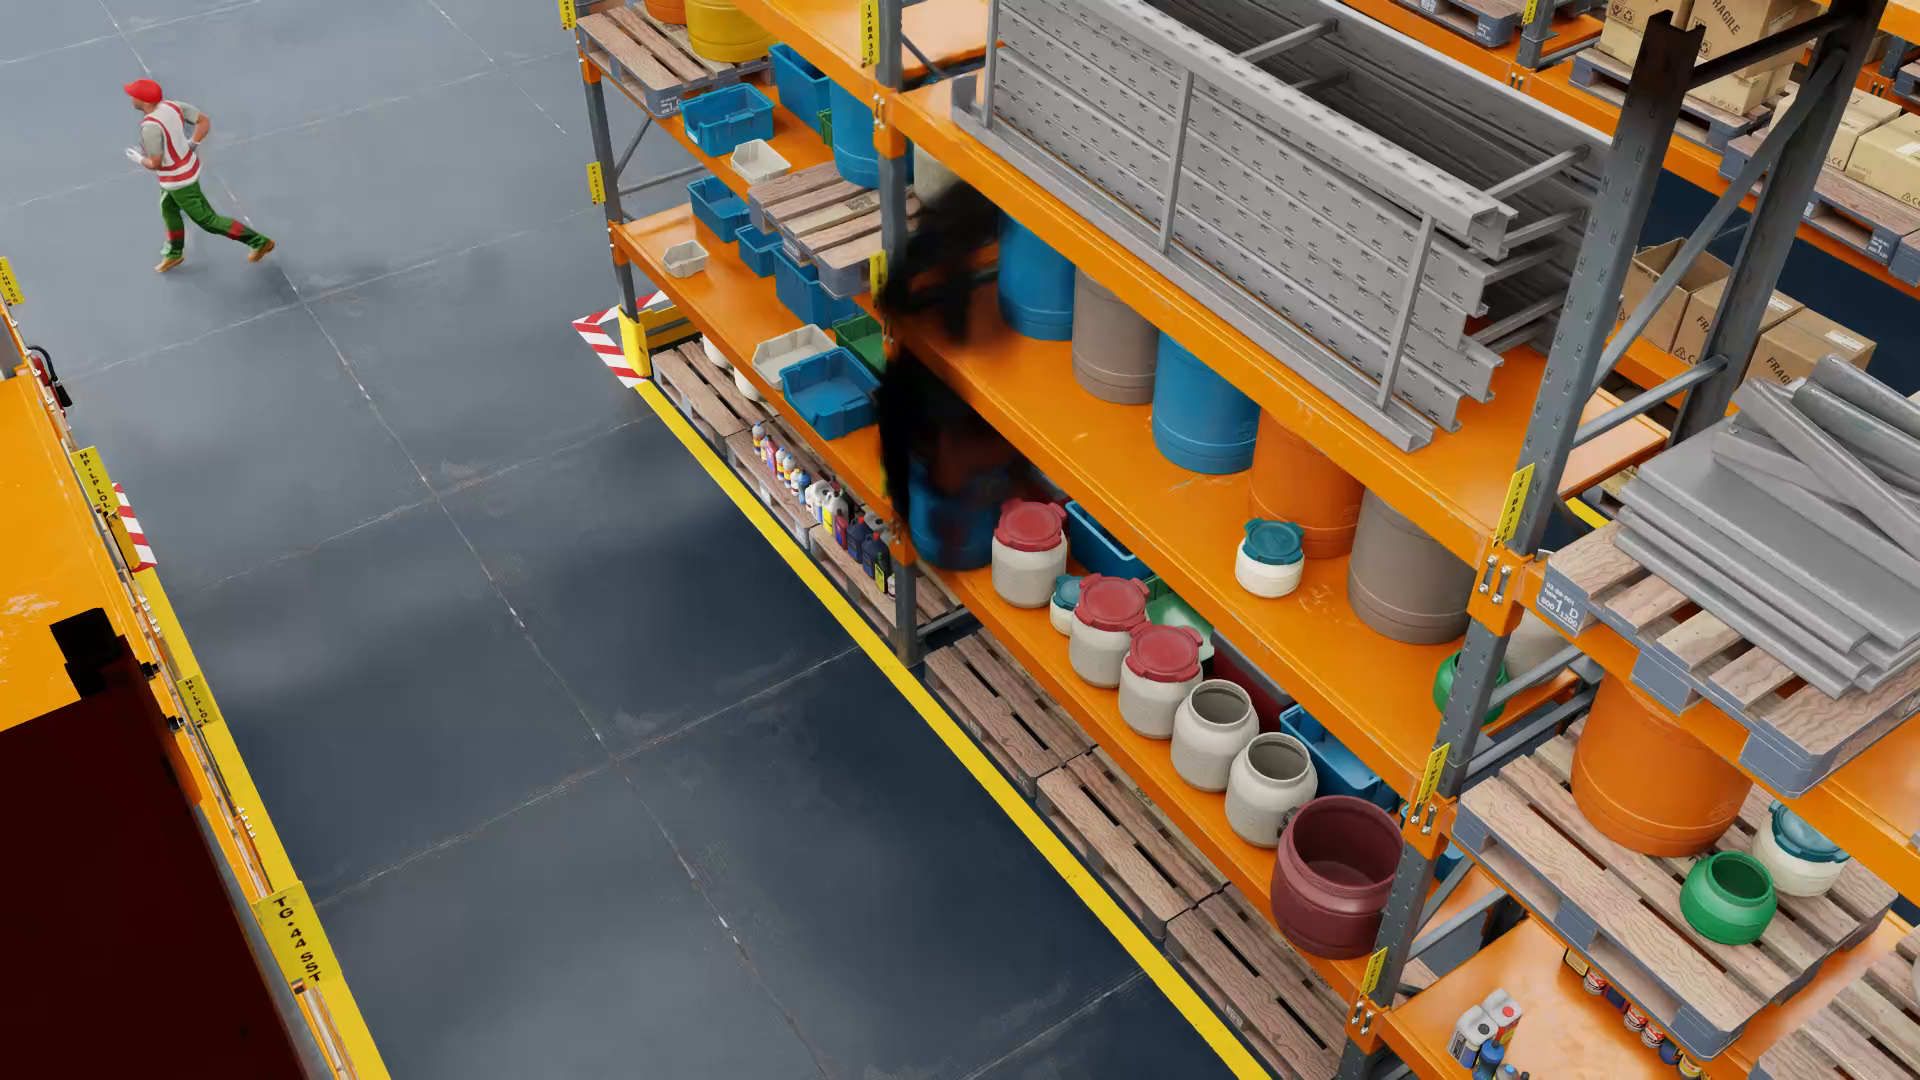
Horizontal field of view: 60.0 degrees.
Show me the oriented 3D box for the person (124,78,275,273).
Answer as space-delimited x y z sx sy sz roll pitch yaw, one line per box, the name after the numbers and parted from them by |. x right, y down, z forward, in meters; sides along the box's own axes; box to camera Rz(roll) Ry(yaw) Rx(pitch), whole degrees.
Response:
-6.355 -2.933 13.642 1.101 1.817 0.621 -5 43 -5 | person
